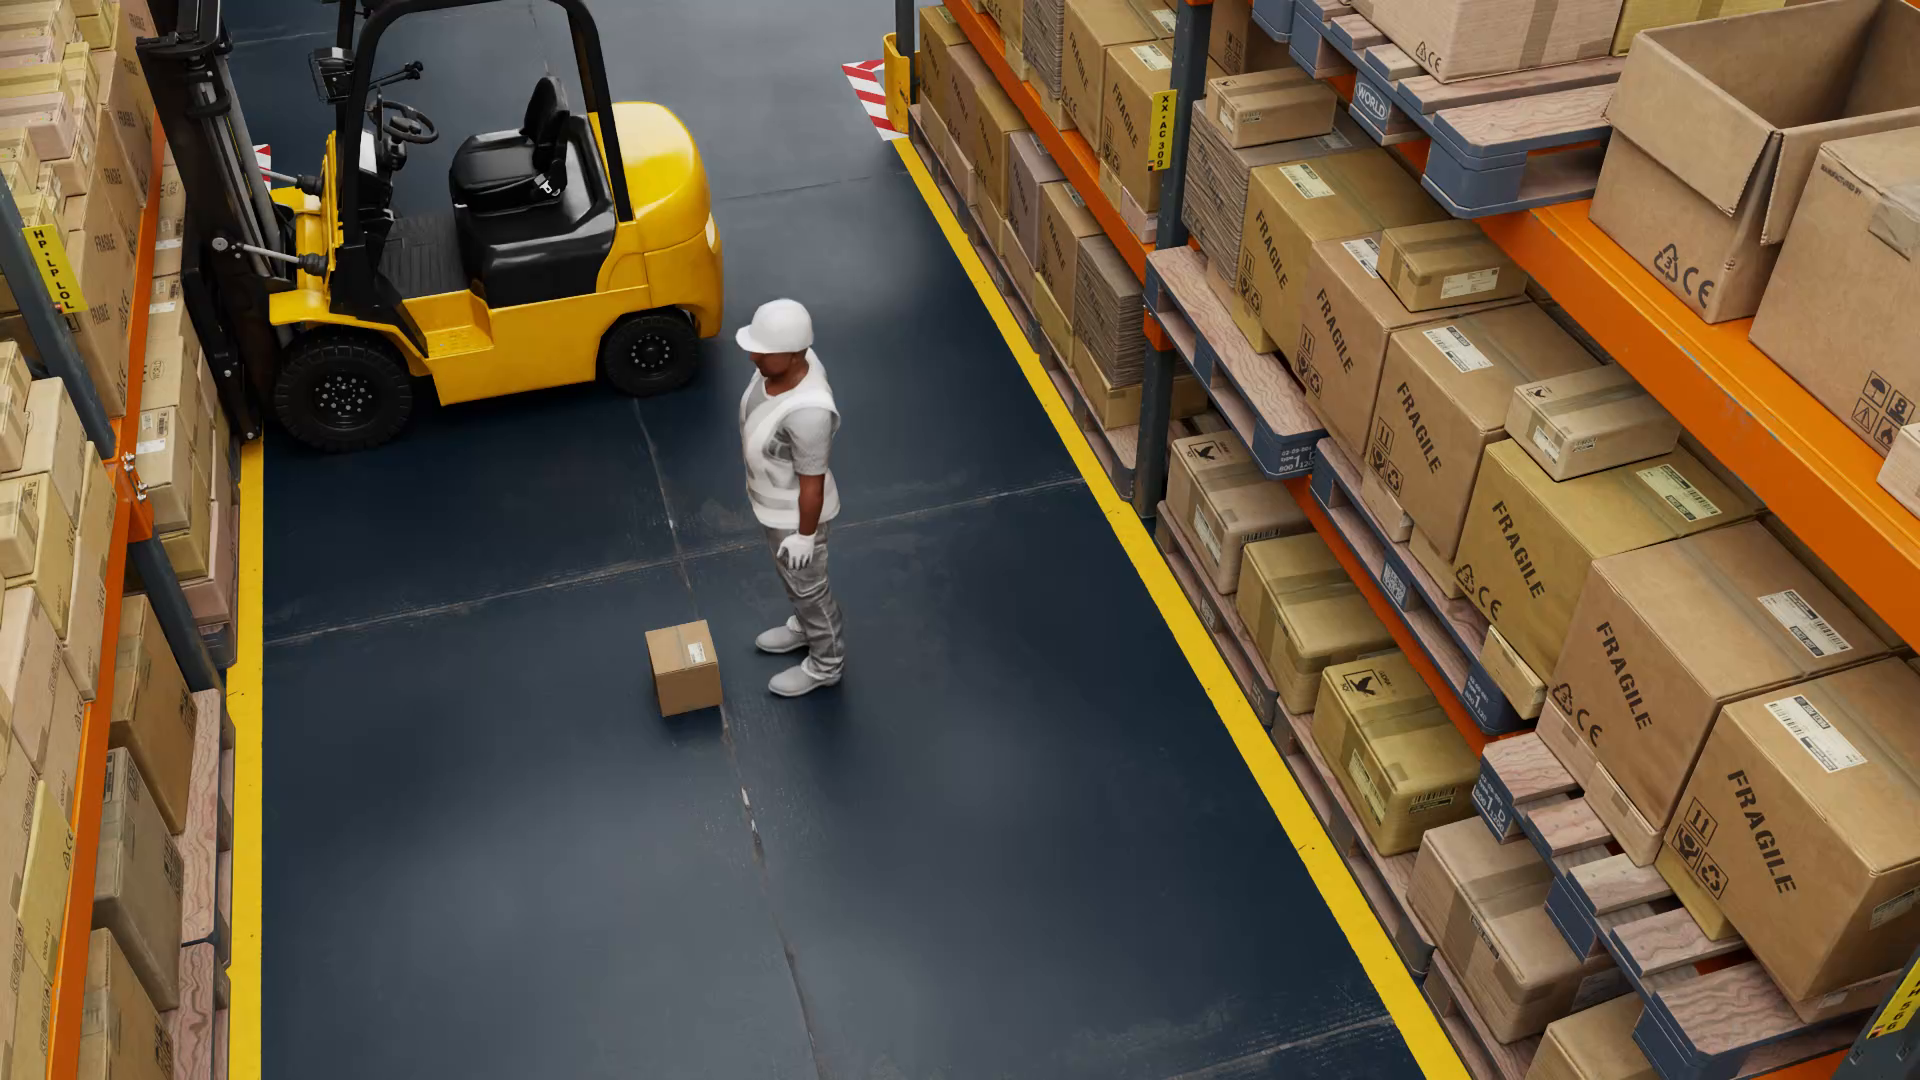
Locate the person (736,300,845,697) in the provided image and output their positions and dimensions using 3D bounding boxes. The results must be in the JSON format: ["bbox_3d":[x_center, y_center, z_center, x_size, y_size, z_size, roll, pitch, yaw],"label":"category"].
[{"bbox_3d":[-0.639,-0.146,6.305,0.363,1.785,0.546,-11,43,-12],"label":"person"}]
